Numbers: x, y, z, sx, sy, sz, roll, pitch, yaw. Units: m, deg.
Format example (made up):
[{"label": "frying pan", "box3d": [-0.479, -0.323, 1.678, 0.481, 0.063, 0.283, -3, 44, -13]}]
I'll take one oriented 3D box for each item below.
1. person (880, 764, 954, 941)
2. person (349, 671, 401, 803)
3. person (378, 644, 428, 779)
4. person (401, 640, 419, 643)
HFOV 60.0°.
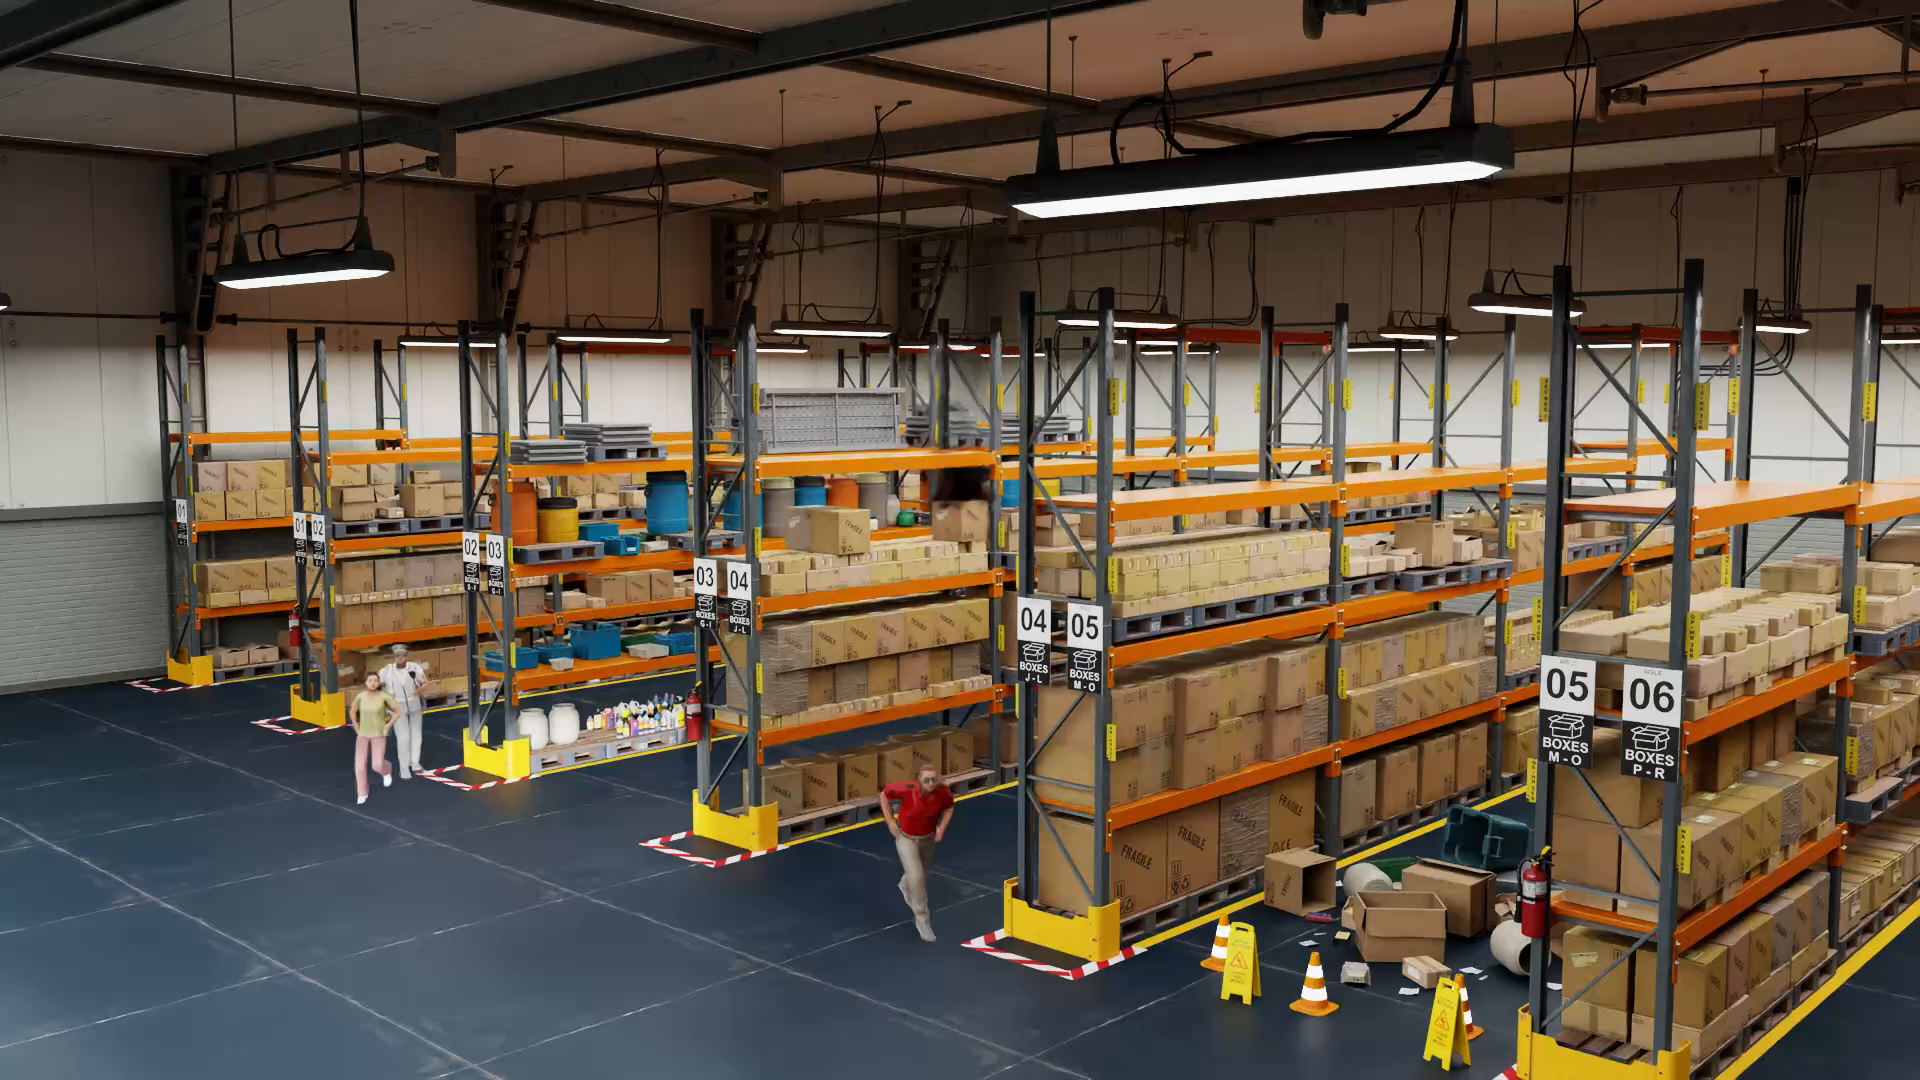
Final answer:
[{"label": "person", "box3d": [-0.435, 2.889, 15.847, 0.705, 1.696, 1.021, -2, 6, -17]}, {"label": "person", "box3d": [-7.294, 2.436, 20.728, 0.623, 1.631, 0.570, -1, 5, -6]}, {"label": "person", "box3d": [-7.309, 2.265, 21.866, 0.648, 1.838, 0.674, -3, 6, -32]}, {"label": "person", "box3d": [-9.294, 1.672, 28.291, 0.669, 1.684, 0.760, 4, 7, 39]}]
